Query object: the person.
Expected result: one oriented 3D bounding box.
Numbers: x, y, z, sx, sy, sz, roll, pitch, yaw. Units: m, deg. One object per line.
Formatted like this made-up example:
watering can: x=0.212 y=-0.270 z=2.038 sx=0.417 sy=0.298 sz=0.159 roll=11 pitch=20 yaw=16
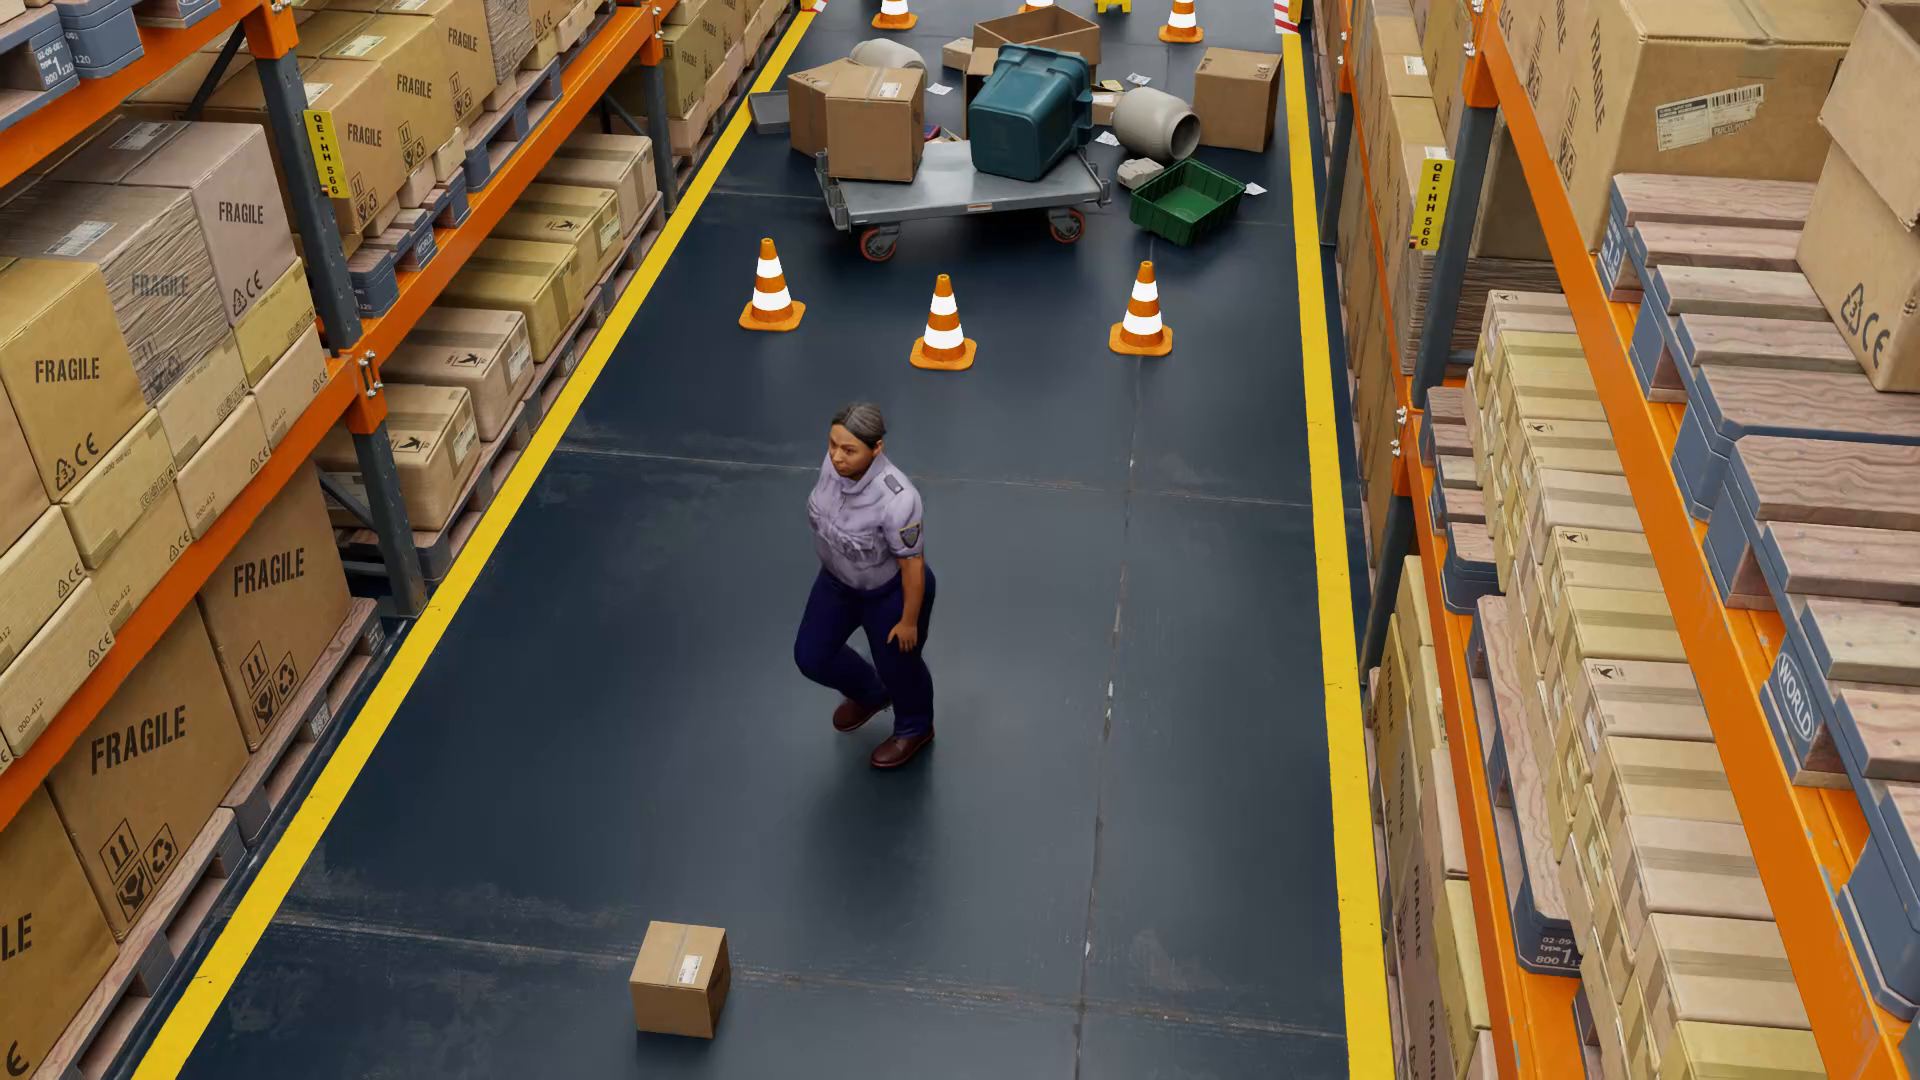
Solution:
person: x=-0.303 y=0.177 z=5.899 sx=0.478 sy=1.634 sz=0.526 roll=-30 pitch=46 yaw=-34
